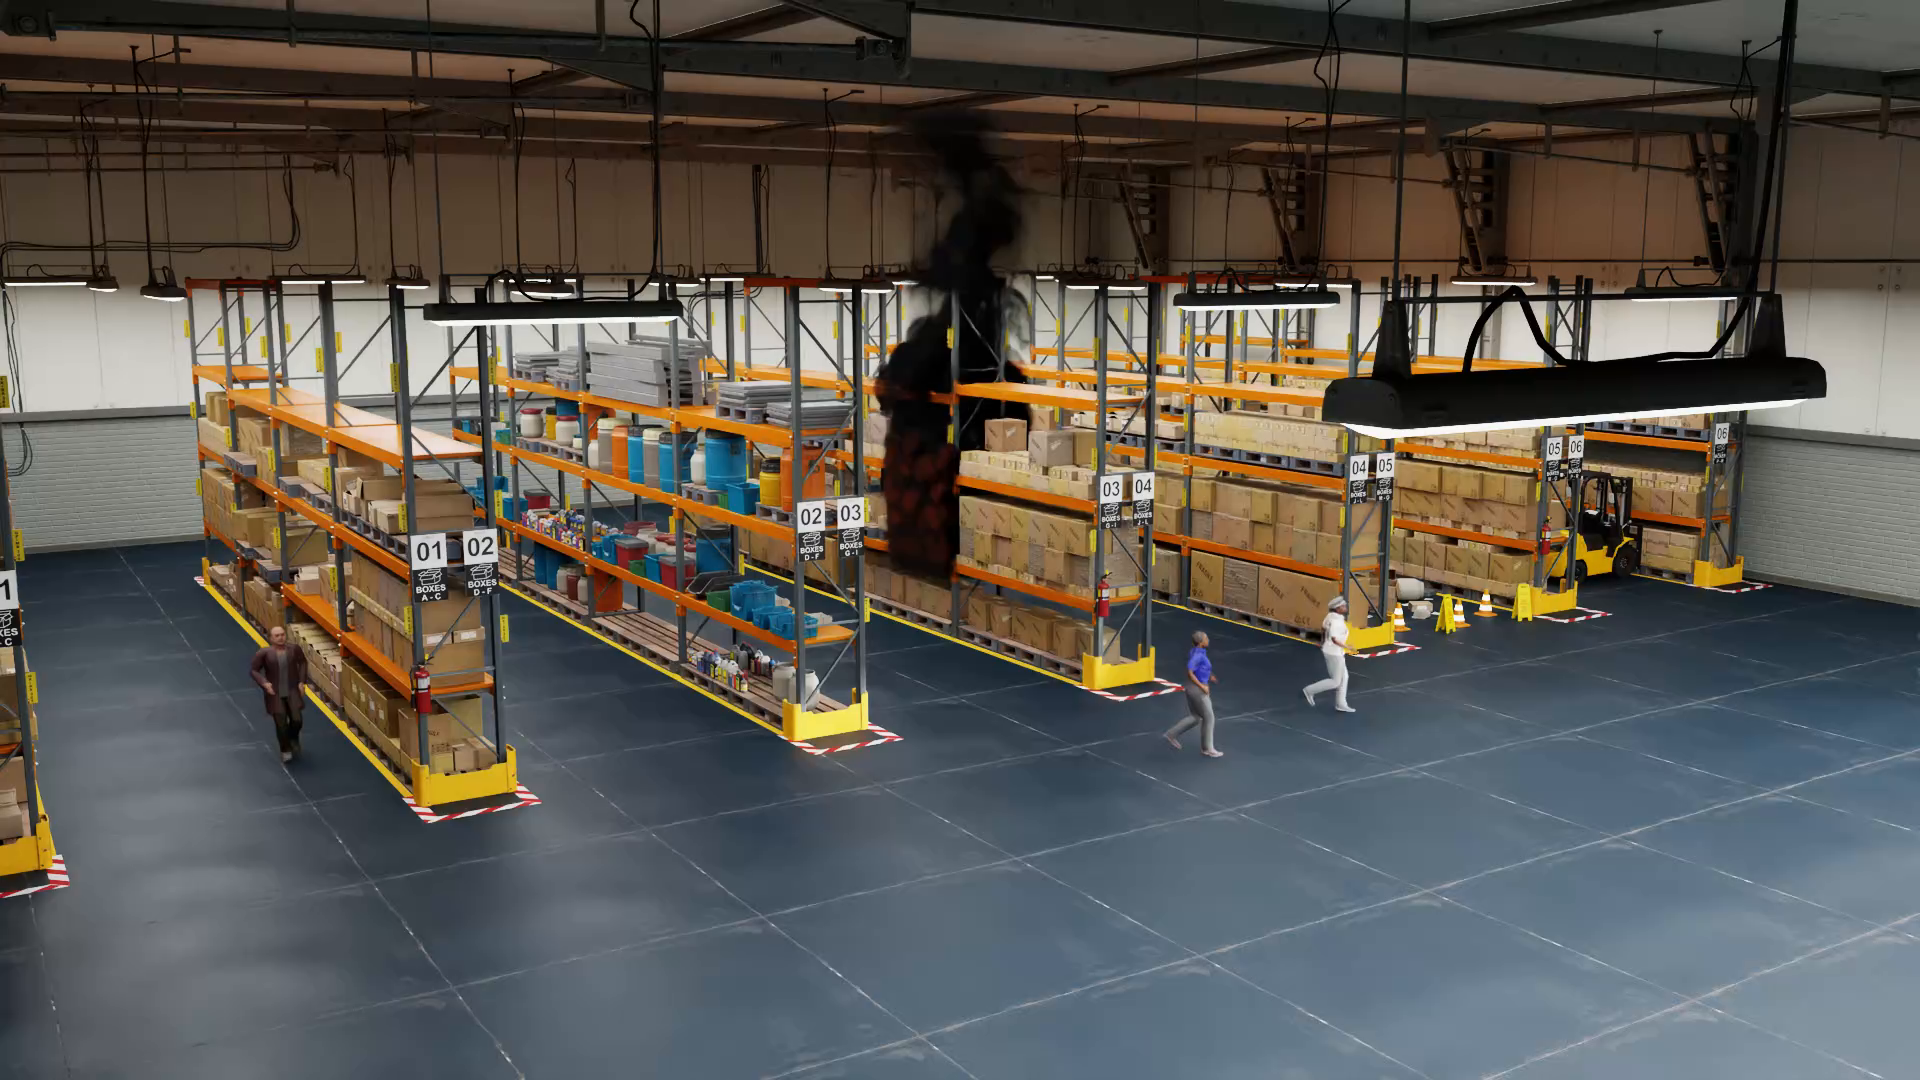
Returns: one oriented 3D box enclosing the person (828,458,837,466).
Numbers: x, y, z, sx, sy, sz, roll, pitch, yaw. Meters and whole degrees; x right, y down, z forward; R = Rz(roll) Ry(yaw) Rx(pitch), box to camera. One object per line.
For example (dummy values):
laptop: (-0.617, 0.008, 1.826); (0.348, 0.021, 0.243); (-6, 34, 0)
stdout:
person: (-3.147, -1.303, 40.821); (0.591, 1.660, 0.601); (3, 10, 17)

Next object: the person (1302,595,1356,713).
person: (5.228, 1.609, 23.496); (0.781, 1.698, 0.587); (1, 10, 4)

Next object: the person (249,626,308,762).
person: (-8.626, 1.955, 21.149); (0.716, 1.743, 0.630); (-5, 11, -30)

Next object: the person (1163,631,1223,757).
person: (3.016, 1.977, 21.352); (0.774, 1.660, 0.583); (0, 10, -1)
